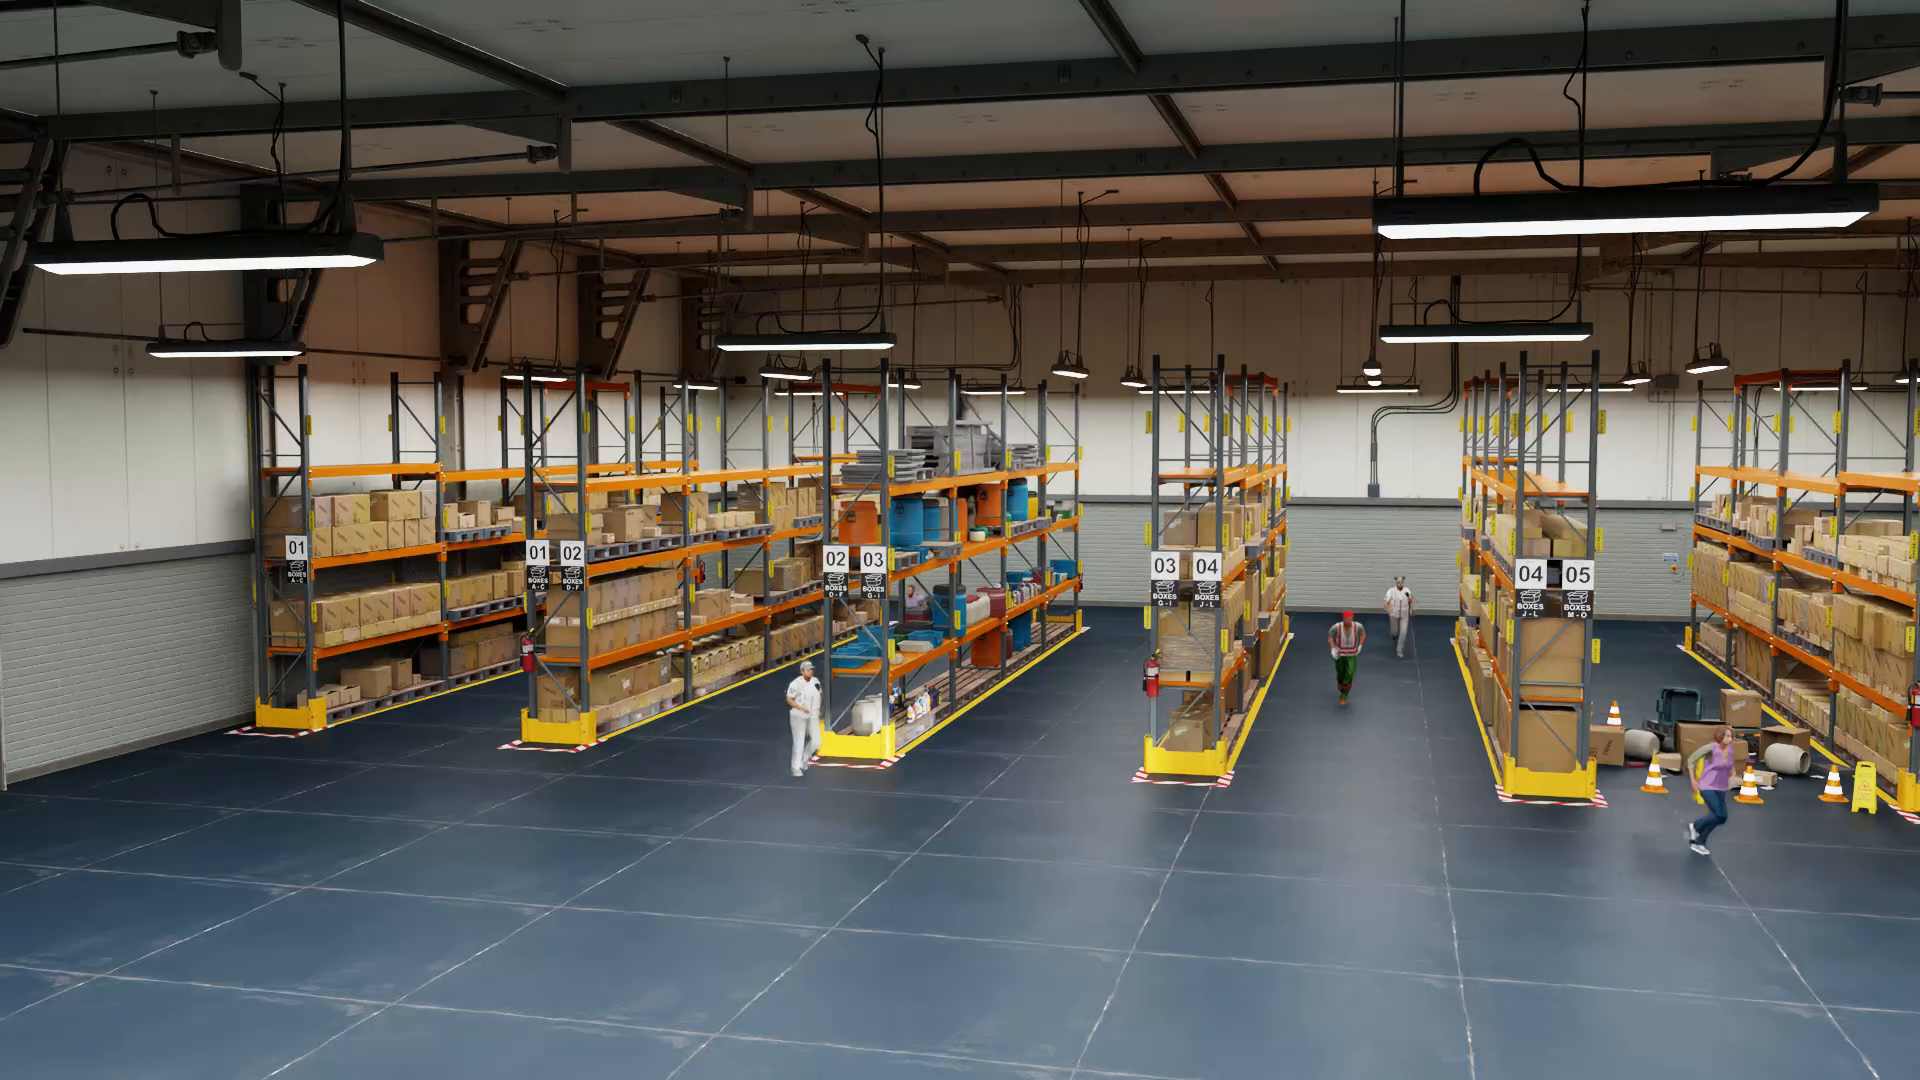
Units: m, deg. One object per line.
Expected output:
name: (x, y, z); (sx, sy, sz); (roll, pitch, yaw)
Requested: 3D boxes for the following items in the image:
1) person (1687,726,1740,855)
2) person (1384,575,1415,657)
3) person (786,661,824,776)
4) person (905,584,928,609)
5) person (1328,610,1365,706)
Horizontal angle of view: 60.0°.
person: (8.760, 2.901, 19.270); (0.510, 1.540, 0.585); (-2, 4, -25)
person: (9.583, 1.651, 36.278); (0.673, 1.790, 0.814); (0, 4, 7)
person: (-2.181, 2.554, 23.848); (0.639, 1.639, 0.549); (-2, 5, -29)
person: (-0.954, 1.669, 35.652); (0.607, 1.472, 1.008); (1, 4, 19)
person: (6.974, 2.094, 30.067); (0.668, 1.731, 0.988); (0, 4, 3)
